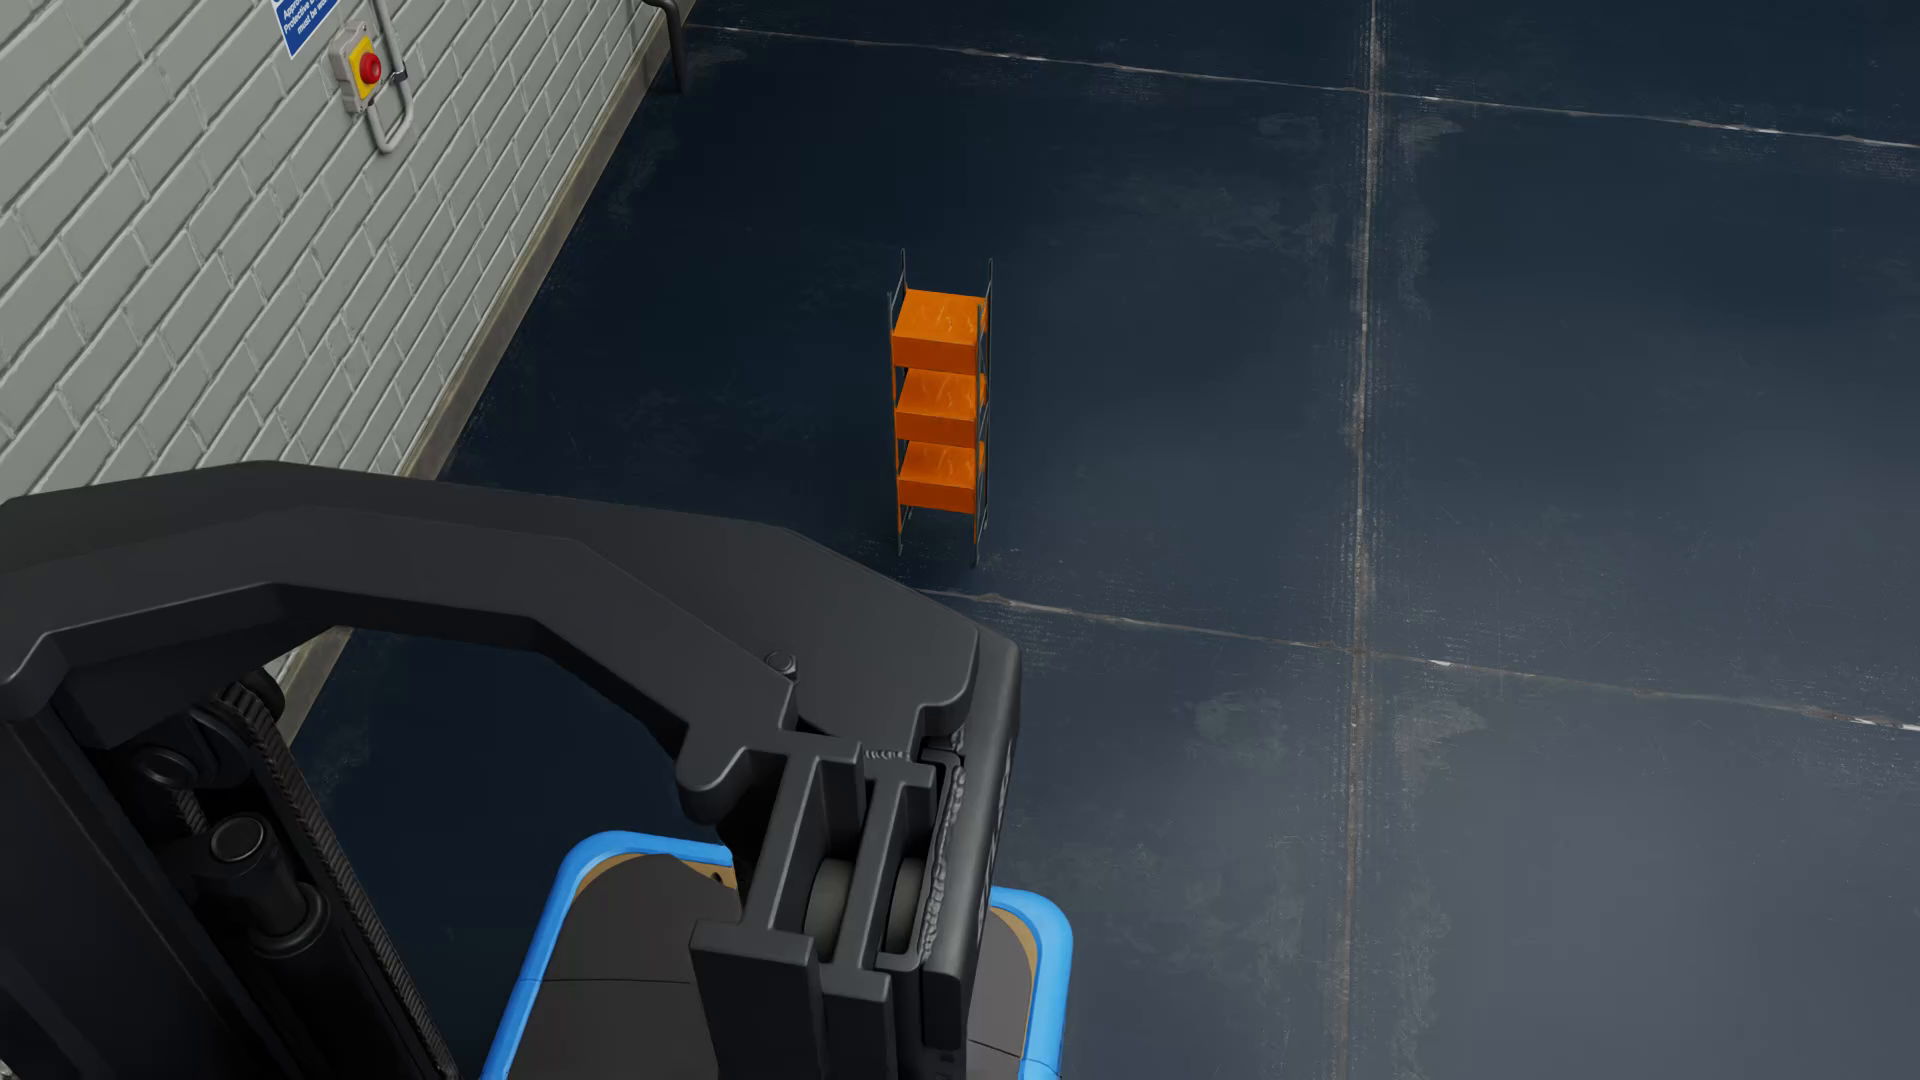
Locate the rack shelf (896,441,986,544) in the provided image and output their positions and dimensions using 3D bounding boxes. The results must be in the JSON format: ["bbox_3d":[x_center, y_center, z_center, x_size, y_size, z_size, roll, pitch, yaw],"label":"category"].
[{"bbox_3d":[-0.053,-0.165,5.080,0.240,0.259,0.215,8,49,7],"label":"rack shelf"}]

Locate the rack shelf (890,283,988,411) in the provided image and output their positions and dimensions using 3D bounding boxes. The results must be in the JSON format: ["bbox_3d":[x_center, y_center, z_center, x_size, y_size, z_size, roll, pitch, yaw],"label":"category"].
[{"bbox_3d":[-0.053,-0.541,4.663,0.240,0.259,0.215,8,49,7],"label":"rack shelf"}]

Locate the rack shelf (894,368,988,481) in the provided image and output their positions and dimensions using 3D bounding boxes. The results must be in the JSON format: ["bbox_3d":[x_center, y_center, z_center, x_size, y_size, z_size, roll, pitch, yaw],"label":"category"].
[{"bbox_3d":[-0.053,-0.351,4.874,0.240,0.259,0.215,8,49,7],"label":"rack shelf"}]

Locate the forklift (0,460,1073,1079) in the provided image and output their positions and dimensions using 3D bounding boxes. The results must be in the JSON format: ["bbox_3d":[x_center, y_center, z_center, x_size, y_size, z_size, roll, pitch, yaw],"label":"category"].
[{"bbox_3d":[-0.523,1.448,1.978,1.130,2.935,3.031,7,48,6],"label":"forklift"}]

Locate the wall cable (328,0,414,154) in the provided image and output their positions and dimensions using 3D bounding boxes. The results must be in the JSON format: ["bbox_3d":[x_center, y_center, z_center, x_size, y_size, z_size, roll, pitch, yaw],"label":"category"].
[{"bbox_3d":[-1.638,-1.722,4.077,0.123,1.953,0.585,8,49,7],"label":"wall cable"}]

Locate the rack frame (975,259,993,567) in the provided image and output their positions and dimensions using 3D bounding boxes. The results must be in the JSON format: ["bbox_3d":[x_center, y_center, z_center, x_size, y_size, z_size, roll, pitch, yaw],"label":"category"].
[{"bbox_3d":[0.067,-0.342,4.851,0.008,1.050,0.200,8,49,7],"label":"rack frame"}]

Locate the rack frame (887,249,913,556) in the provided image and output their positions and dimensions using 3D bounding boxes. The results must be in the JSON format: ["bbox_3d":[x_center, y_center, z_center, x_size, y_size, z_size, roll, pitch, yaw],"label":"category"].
[{"bbox_3d":[-0.173,-0.374,4.880,0.008,1.050,0.200,8,49,7],"label":"rack frame"}]

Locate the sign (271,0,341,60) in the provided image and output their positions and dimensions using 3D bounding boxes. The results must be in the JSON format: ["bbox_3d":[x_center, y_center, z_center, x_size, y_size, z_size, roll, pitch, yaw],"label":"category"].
[{"bbox_3d":[-1.706,-1.436,4.342,0.001,0.218,0.327,8,49,7],"label":"sign"}]

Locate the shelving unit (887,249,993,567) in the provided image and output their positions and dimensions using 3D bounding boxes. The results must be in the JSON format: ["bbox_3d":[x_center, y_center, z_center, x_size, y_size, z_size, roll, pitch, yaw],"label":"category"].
[{"bbox_3d":[-0.053,-0.358,4.866,0.252,1.050,0.215,8,49,7],"label":"shelving unit"}]

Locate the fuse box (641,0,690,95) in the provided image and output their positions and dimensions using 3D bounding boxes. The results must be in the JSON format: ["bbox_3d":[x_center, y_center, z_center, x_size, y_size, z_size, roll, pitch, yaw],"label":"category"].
[{"bbox_3d":[-1.120,-2.460,6.310,0.414,1.711,0.539,8,49,7],"label":"fuse box"}]
